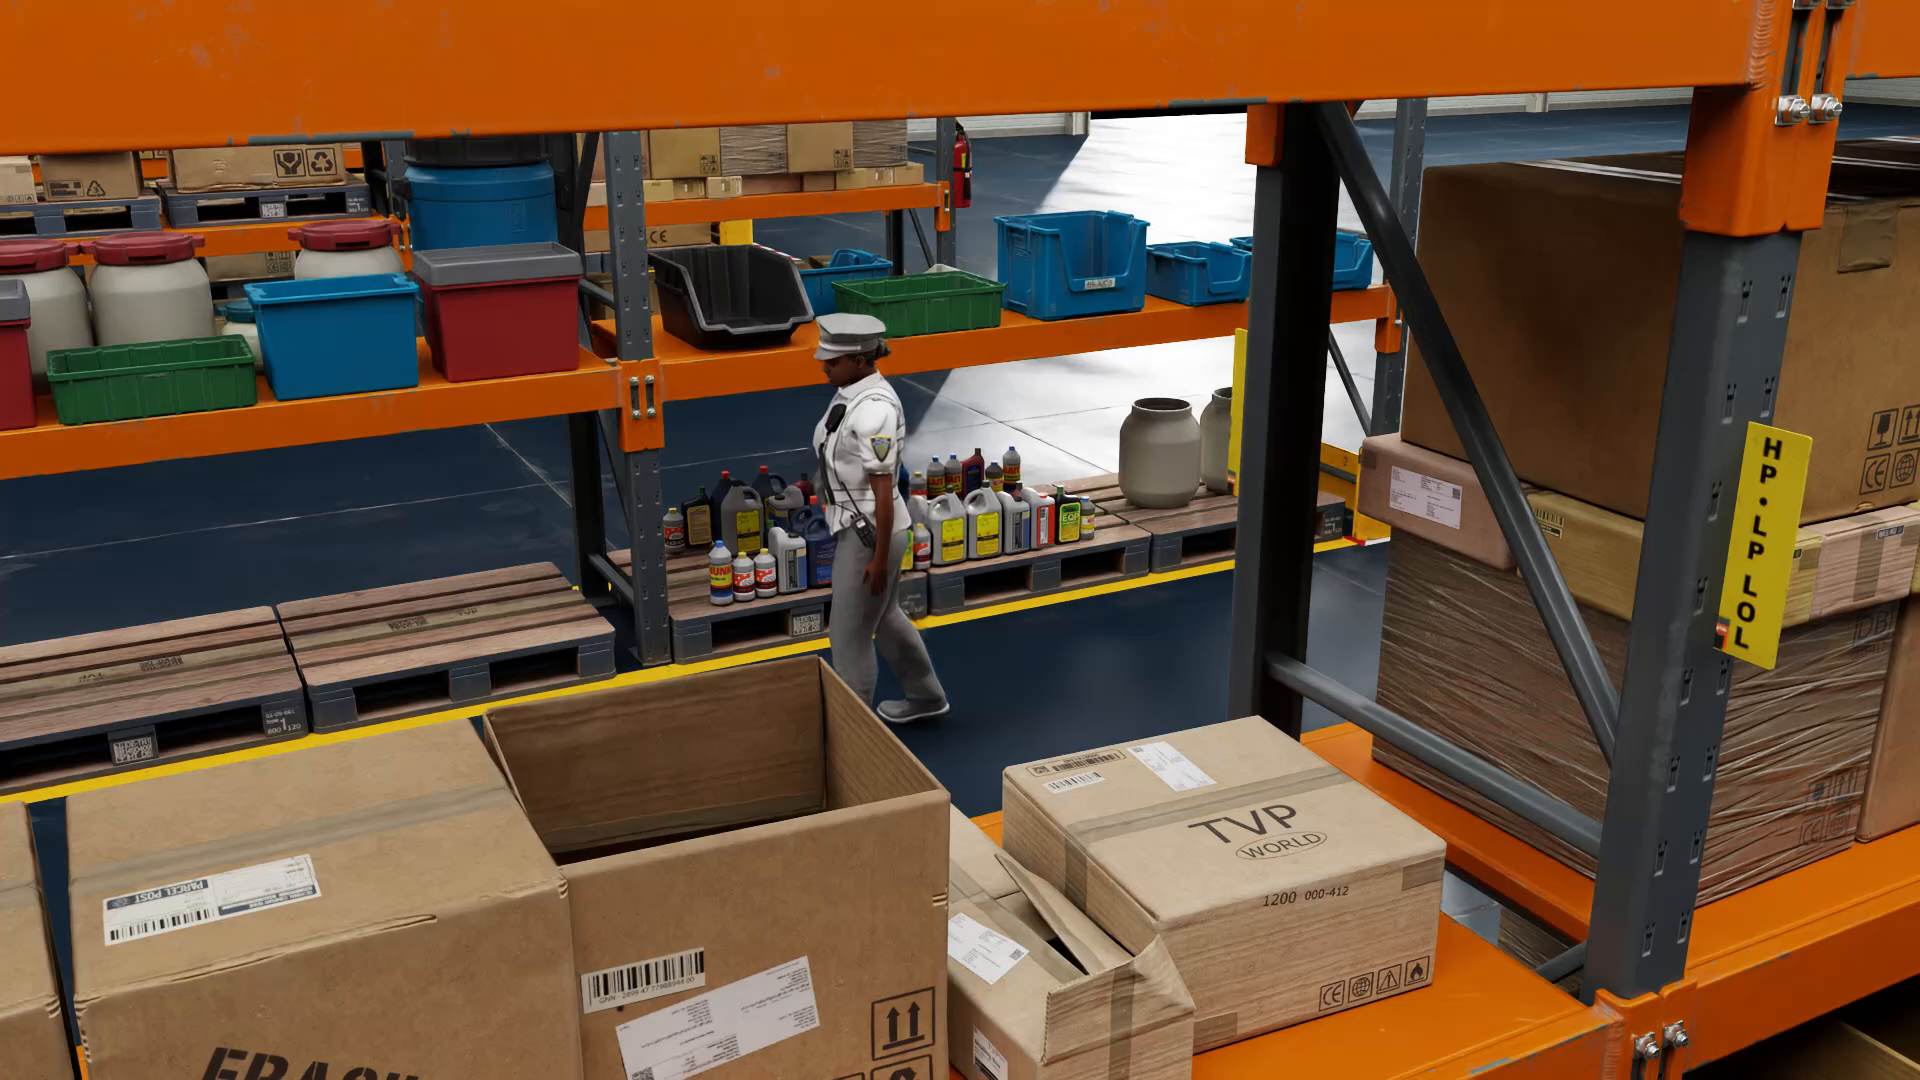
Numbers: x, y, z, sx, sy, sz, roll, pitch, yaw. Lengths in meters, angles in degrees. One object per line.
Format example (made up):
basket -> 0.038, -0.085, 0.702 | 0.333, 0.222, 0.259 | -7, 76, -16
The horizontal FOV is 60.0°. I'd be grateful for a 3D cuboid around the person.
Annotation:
person -> -0.342, -0.014, 6.083 | 0.649, 1.653, 0.484 | -3, 19, -9
